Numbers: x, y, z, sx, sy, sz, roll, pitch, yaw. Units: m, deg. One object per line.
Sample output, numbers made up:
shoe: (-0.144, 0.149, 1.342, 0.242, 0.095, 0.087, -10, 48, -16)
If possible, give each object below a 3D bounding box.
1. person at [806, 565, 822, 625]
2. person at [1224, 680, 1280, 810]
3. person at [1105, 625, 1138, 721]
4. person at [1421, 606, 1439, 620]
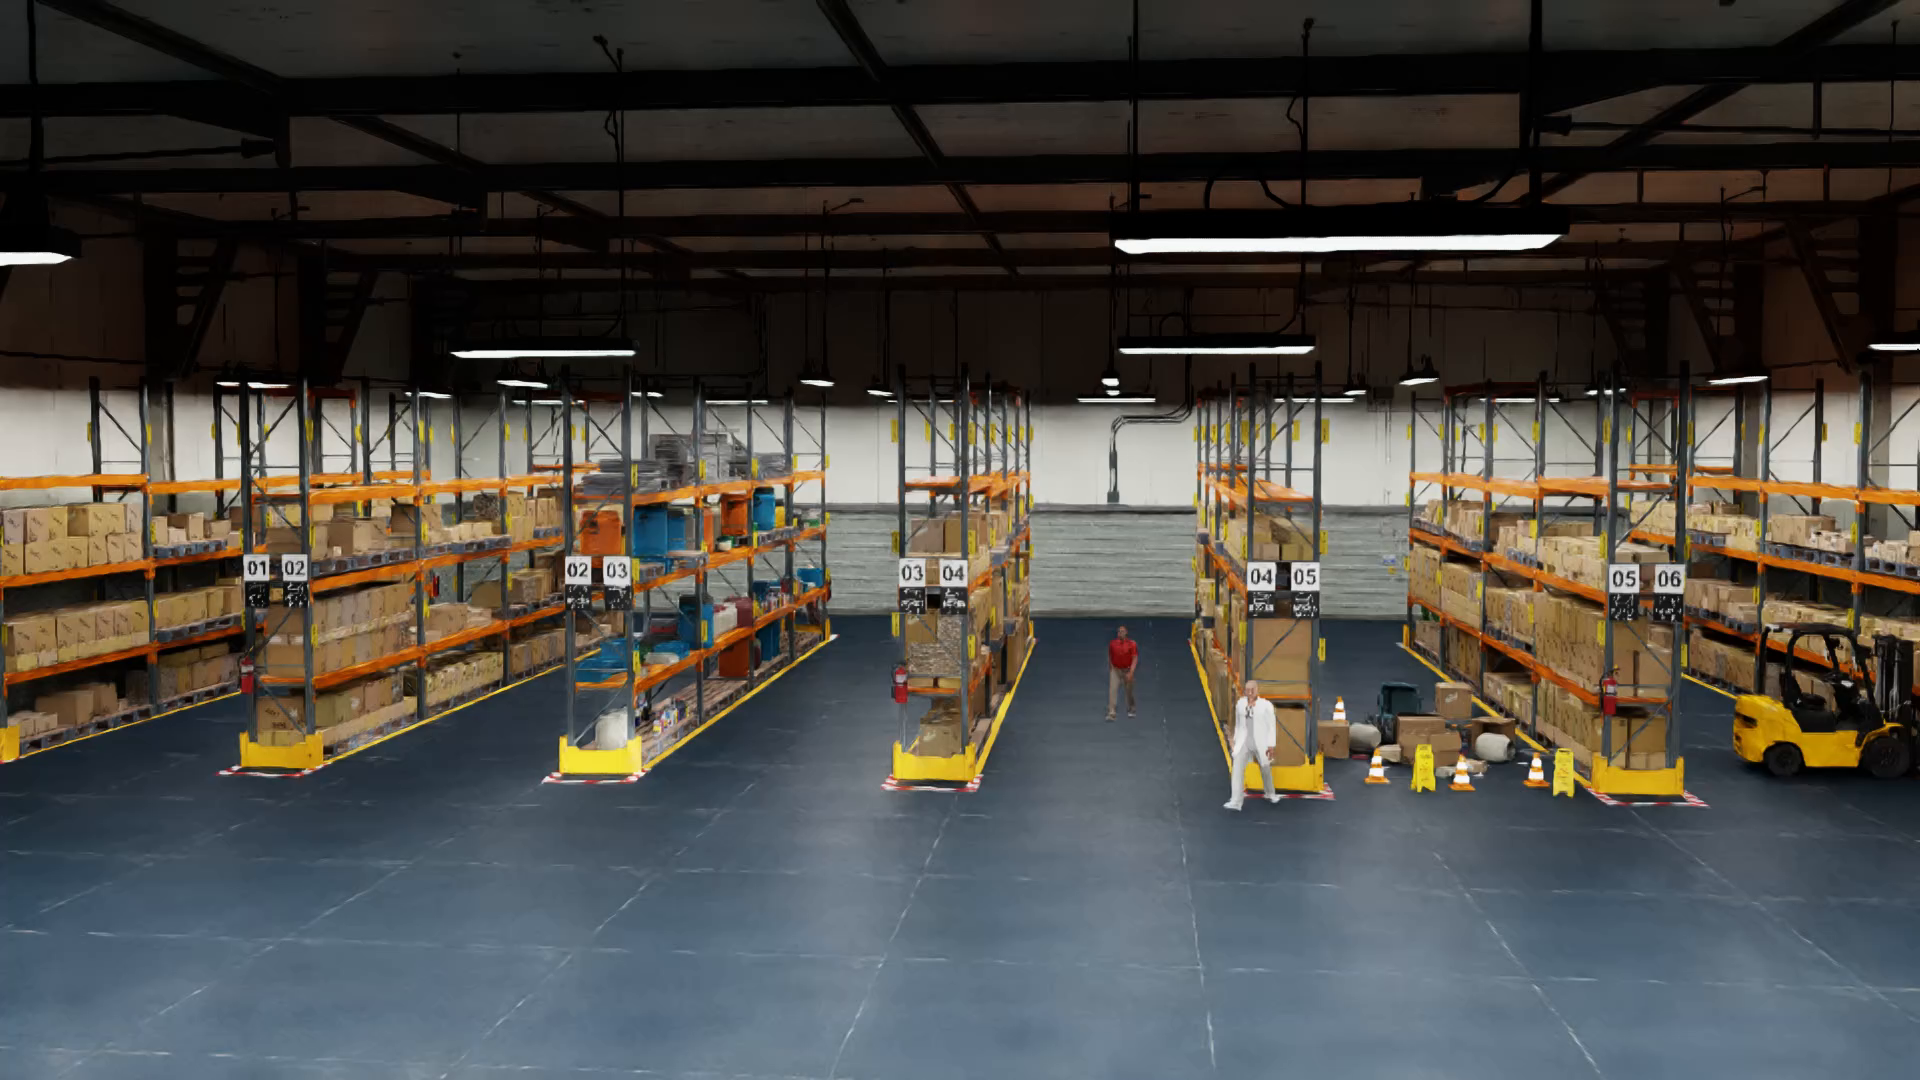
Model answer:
person: (-3.660, 1.483, 41.561, 0.475, 1.721, 0.579, -2, 4, -28)
person: (3.927, 2.719, 22.215, 0.635, 1.729, 1.045, 2, 4, 27)
person: (2.835, 2.299, 28.953, 0.533, 1.658, 1.040, 1, 4, 14)
person: (11.655, 1.486, 41.047, 0.485, 1.786, 0.735, -2, 4, -25)
